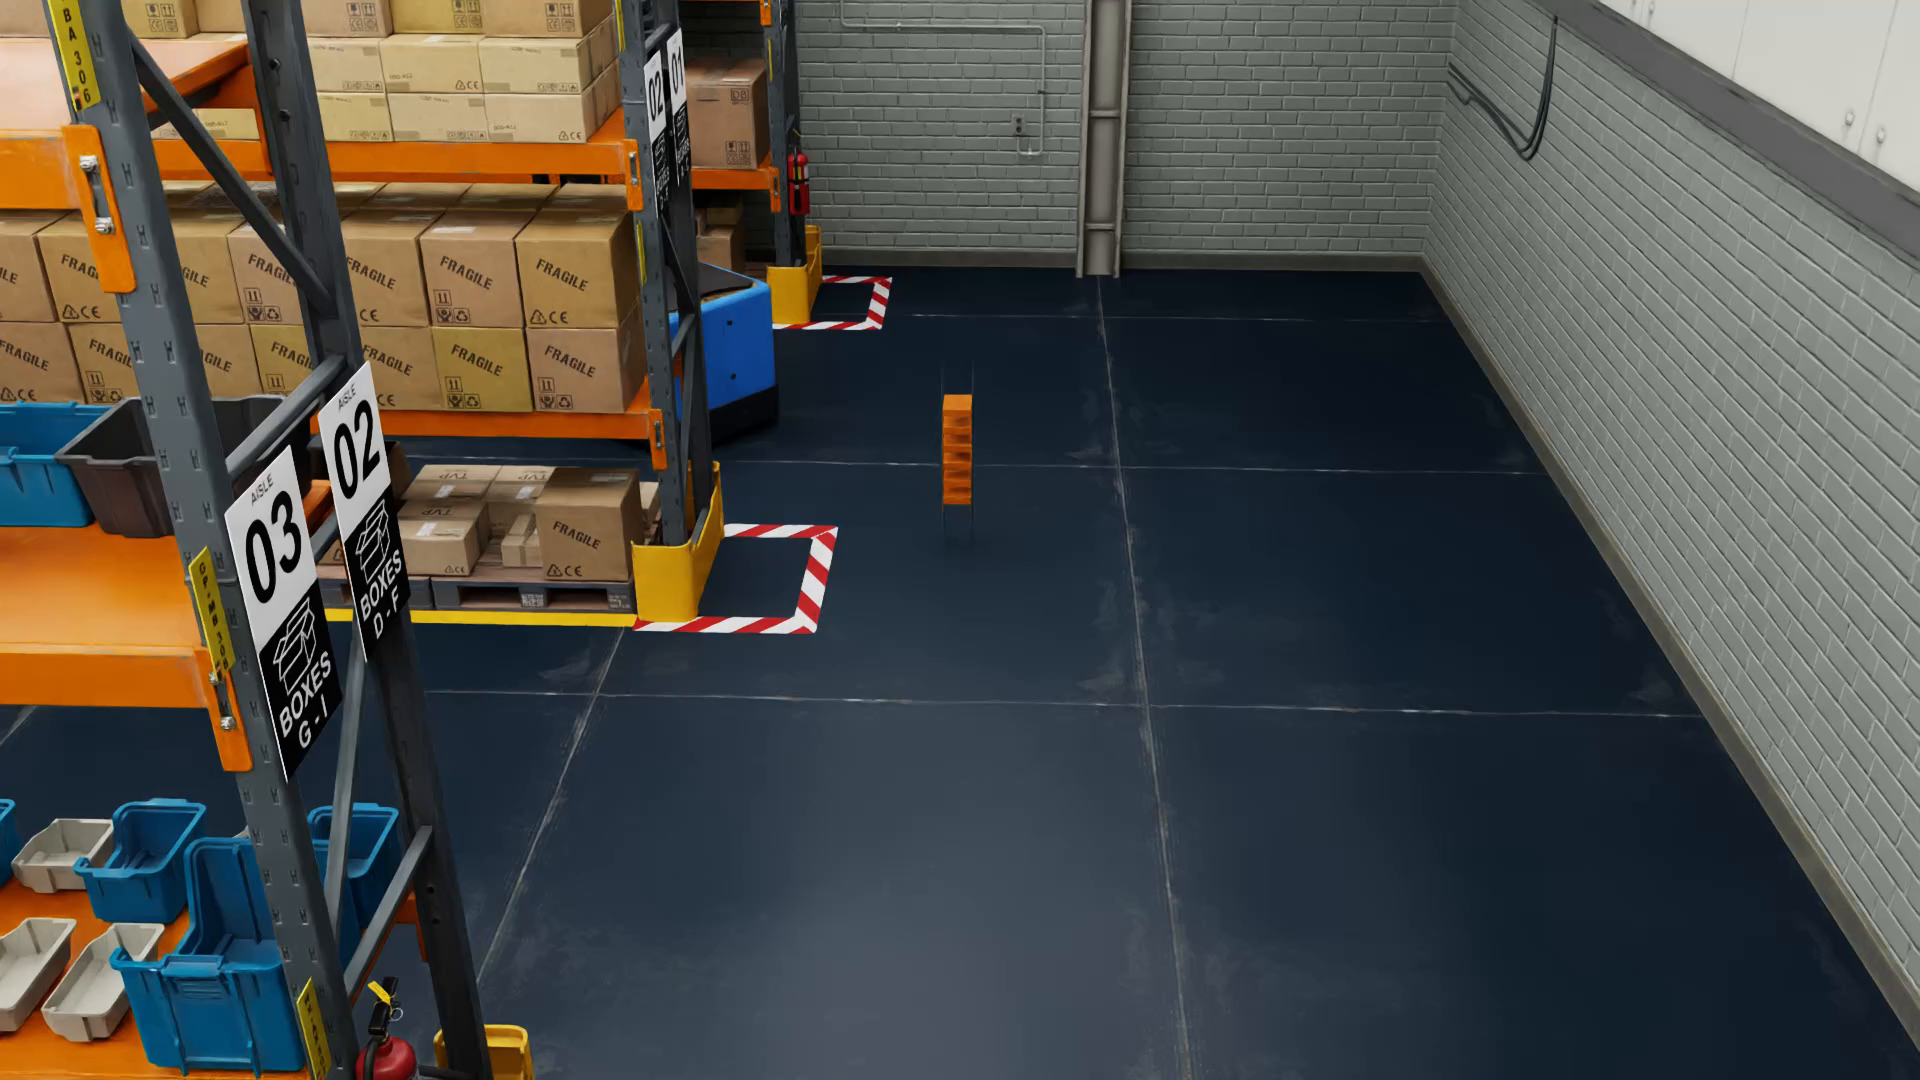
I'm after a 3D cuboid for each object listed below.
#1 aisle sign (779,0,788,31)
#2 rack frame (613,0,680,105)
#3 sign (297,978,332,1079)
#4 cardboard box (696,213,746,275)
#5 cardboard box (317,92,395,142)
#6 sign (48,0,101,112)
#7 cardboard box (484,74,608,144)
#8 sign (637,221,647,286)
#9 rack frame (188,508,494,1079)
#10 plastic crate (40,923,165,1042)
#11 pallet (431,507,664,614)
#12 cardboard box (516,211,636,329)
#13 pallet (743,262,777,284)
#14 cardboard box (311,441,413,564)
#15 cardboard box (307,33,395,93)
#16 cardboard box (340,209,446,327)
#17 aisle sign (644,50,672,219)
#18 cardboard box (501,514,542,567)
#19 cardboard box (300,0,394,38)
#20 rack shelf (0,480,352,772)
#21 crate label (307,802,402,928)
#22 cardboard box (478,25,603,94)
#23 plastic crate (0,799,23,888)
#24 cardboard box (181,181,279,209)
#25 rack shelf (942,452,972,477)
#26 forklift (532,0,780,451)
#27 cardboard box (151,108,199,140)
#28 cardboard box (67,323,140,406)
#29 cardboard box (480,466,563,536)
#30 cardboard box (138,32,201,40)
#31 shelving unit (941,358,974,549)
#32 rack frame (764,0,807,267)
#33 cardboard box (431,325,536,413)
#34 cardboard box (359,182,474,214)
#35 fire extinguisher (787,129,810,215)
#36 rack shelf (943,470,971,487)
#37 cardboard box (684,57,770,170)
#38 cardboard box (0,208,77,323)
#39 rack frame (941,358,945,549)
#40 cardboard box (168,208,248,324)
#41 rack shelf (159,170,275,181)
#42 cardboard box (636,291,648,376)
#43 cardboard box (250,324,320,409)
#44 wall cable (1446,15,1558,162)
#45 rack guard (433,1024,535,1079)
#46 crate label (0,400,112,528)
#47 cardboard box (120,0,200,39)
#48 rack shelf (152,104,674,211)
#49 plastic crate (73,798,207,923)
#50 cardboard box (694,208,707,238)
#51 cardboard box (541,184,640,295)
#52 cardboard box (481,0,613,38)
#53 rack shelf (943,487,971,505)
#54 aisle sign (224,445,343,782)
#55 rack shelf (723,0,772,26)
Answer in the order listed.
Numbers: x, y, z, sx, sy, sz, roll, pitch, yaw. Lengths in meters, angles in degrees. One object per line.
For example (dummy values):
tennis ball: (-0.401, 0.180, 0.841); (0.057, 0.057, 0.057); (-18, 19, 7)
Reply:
aisle sign: (-1.401, -4.441, 13.074); (0.004, 0.787, 0.394); (1, 28, 2)
rack frame: (-1.633, -3.766, 8.171); (0.127, 3.000, 1.000); (1, 28, 2)
sign: (-1.815, 1.389, 4.678); (0.005, 0.325, 0.100); (1, 28, 2)
cardboard box: (-2.165, -2.480, 14.371); (0.500, 0.500, 0.700); (1, 28, 2)
cardboard box: (-3.155, -2.275, 8.721); (0.500, 0.250, 0.500); (1, 28, 2)
sign: (-1.815, -1.047, 3.387); (0.005, 0.325, 0.100); (1, 28, 2)
cardboard box: (-2.156, -2.259, 8.692); (0.500, 0.250, 0.500); (1, 28, 2)
sign: (-1.673, -1.507, 8.742); (0.005, 0.325, 0.100); (1, 28, 2)
rack frame: (-1.812, 1.203, 5.203); (0.127, 3.000, 1.000); (1, 28, 2)
plastic crate: (-2.633, 1.365, 5.116); (0.243, 0.136, 0.396); (1, 28, 2)
pallet: (-2.506, 0.103, 10.256); (1.213, 0.211, 1.003); (1, 28, 2)
cardboard box: (-2.088, -1.480, 9.090); (0.500, 0.500, 0.500); (1, 28, 1)
pallet: (-2.264, -2.178, 14.559); (1.213, 0.211, 1.003); (1, 28, 2)
cardboard box: (-3.753, -0.244, 10.128); (0.637, 0.503, 0.797); (1, 28, 2)
cardboard box: (-3.155, -2.502, 8.617); (0.500, 0.250, 0.500); (1, 28, 2)
cardboard box: (-3.111, -1.494, 9.117); (0.500, 0.500, 0.500); (2, 28, 3)
aisle sign: (-1.576, -2.119, 8.695); (0.004, 0.787, 0.394); (1, 28, 2)
cardboard box: (-2.587, 0.000, 10.028); (0.250, 0.166, 0.380); (1, 28, 2)
cardboard box: (-3.147, -2.933, 8.629); (0.500, 0.500, 0.700); (1, 28, 2)
rack shelf: (-3.811, 0.163, 4.731); (4.000, 0.370, 1.077); (1, 28, 2)
crate label: (-2.047, 1.093, 5.526); (0.303, 0.233, 0.416); (1, 28, 2)
cardboard box: (-2.156, -2.484, 8.583); (0.500, 0.250, 0.500); (1, 28, 2)
plastic crate: (-3.363, 1.071, 5.567); (0.300, 0.233, 0.416); (1, 28, 2)
cardboard box: (-4.101, -1.764, 9.627); (0.500, 0.500, 0.500); (1, 28, 2)
rack shelf: (-0.014, -0.491, 10.416); (0.180, 0.103, 0.258); (1, 28, 2)
forklift: (-2.763, -2.468, 12.202); (3.031, 2.935, 1.130); (23, 36, 36)
cardboard box: (-4.154, -2.297, 8.764); (0.500, 0.250, 0.500); (1, 28, 2)
cardboard box: (-4.619, -1.082, 9.408); (0.500, 0.500, 0.500); (1, 28, 3)
cardboard box: (-2.666, -0.245, 10.400); (0.500, 0.250, 0.500); (1, 28, 2)
cardboard box: (-4.155, -2.516, 8.642); (0.500, 0.250, 0.500); (1, 28, 2)
shelving unit: (-0.014, -0.530, 10.395); (0.189, 1.200, 0.258); (1, 28, 2)
rack frame: (-1.462, -3.434, 13.950); (0.127, 3.000, 1.000); (1, 28, 2)
cardboard box: (-2.609, -1.046, 9.339); (0.500, 0.500, 0.500); (1, 28, 2)
cardboard box: (-3.090, -1.747, 9.595); (0.500, 0.500, 0.500); (1, 28, 3)
fire extinguisher: (-1.328, -3.016, 13.644); (0.183, 0.674, 0.296); (1, 28, 2)
rack shelf: (-0.014, -0.385, 10.472); (0.180, 0.103, 0.258); (1, 28, 2)
cardboard box: (-1.972, -3.570, 13.887); (0.700, 0.700, 0.980); (2, 28, 4)
cardboard box: (-5.170, -1.528, 9.180); (0.500, 0.500, 0.500); (2, 28, 3)
rack frame: (-0.106, -0.532, 10.398); (0.006, 1.200, 0.240); (1, 28, 2)
cardboard box: (-4.140, -1.511, 9.148); (0.500, 0.500, 0.500); (0, 28, 0)
rack shelf: (-7.458, -3.215, 14.306); (4.000, 0.370, 1.077); (1, 28, 2)
cardboard box: (-2.067, -1.290, 9.799); (0.500, 0.500, 0.500); (2, 28, 3)
cardboard box: (-3.611, -1.065, 9.376); (0.500, 0.500, 0.500); (1, 28, 1)
wall cable: (4.178, -4.452, 12.781); (0.112, 2.526, 3.097); (1, 28, 2)
rack guard: (-1.787, 2.302, 5.799); (0.348, 0.500, 1.175); (1, 28, 2)
crate label: (-2.722, -0.223, 4.849); (0.502, 0.251, 0.408); (1, 28, 2)
cardboard box: (-4.149, -2.922, 8.608); (0.500, 0.500, 0.700); (1, 28, 2)
rack shelf: (-3.632, -2.156, 9.104); (4.000, 0.370, 1.077); (1, 28, 2)
plastic crate: (-2.705, 1.082, 5.547); (0.300, 0.233, 0.416); (1, 28, 2)
cardboard box: (-2.300, -2.683, 14.062); (0.250, 0.149, 0.380); (1, 28, 1)
cardboard box: (-2.067, -1.732, 9.565); (0.500, 0.500, 0.500); (2, 28, 3)
cardboard box: (-2.147, -2.927, 8.618); (0.500, 0.500, 0.700); (1, 28, 2)
rack shelf: (-0.014, -0.279, 10.528); (0.180, 0.103, 0.258); (1, 28, 2)
aisle sign: (-1.750, 0.193, 4.333); (0.004, 0.787, 0.394); (1, 28, 2)
rack shelf: (-3.461, -4.474, 13.479); (4.000, 0.370, 1.077); (1, 28, 2)
